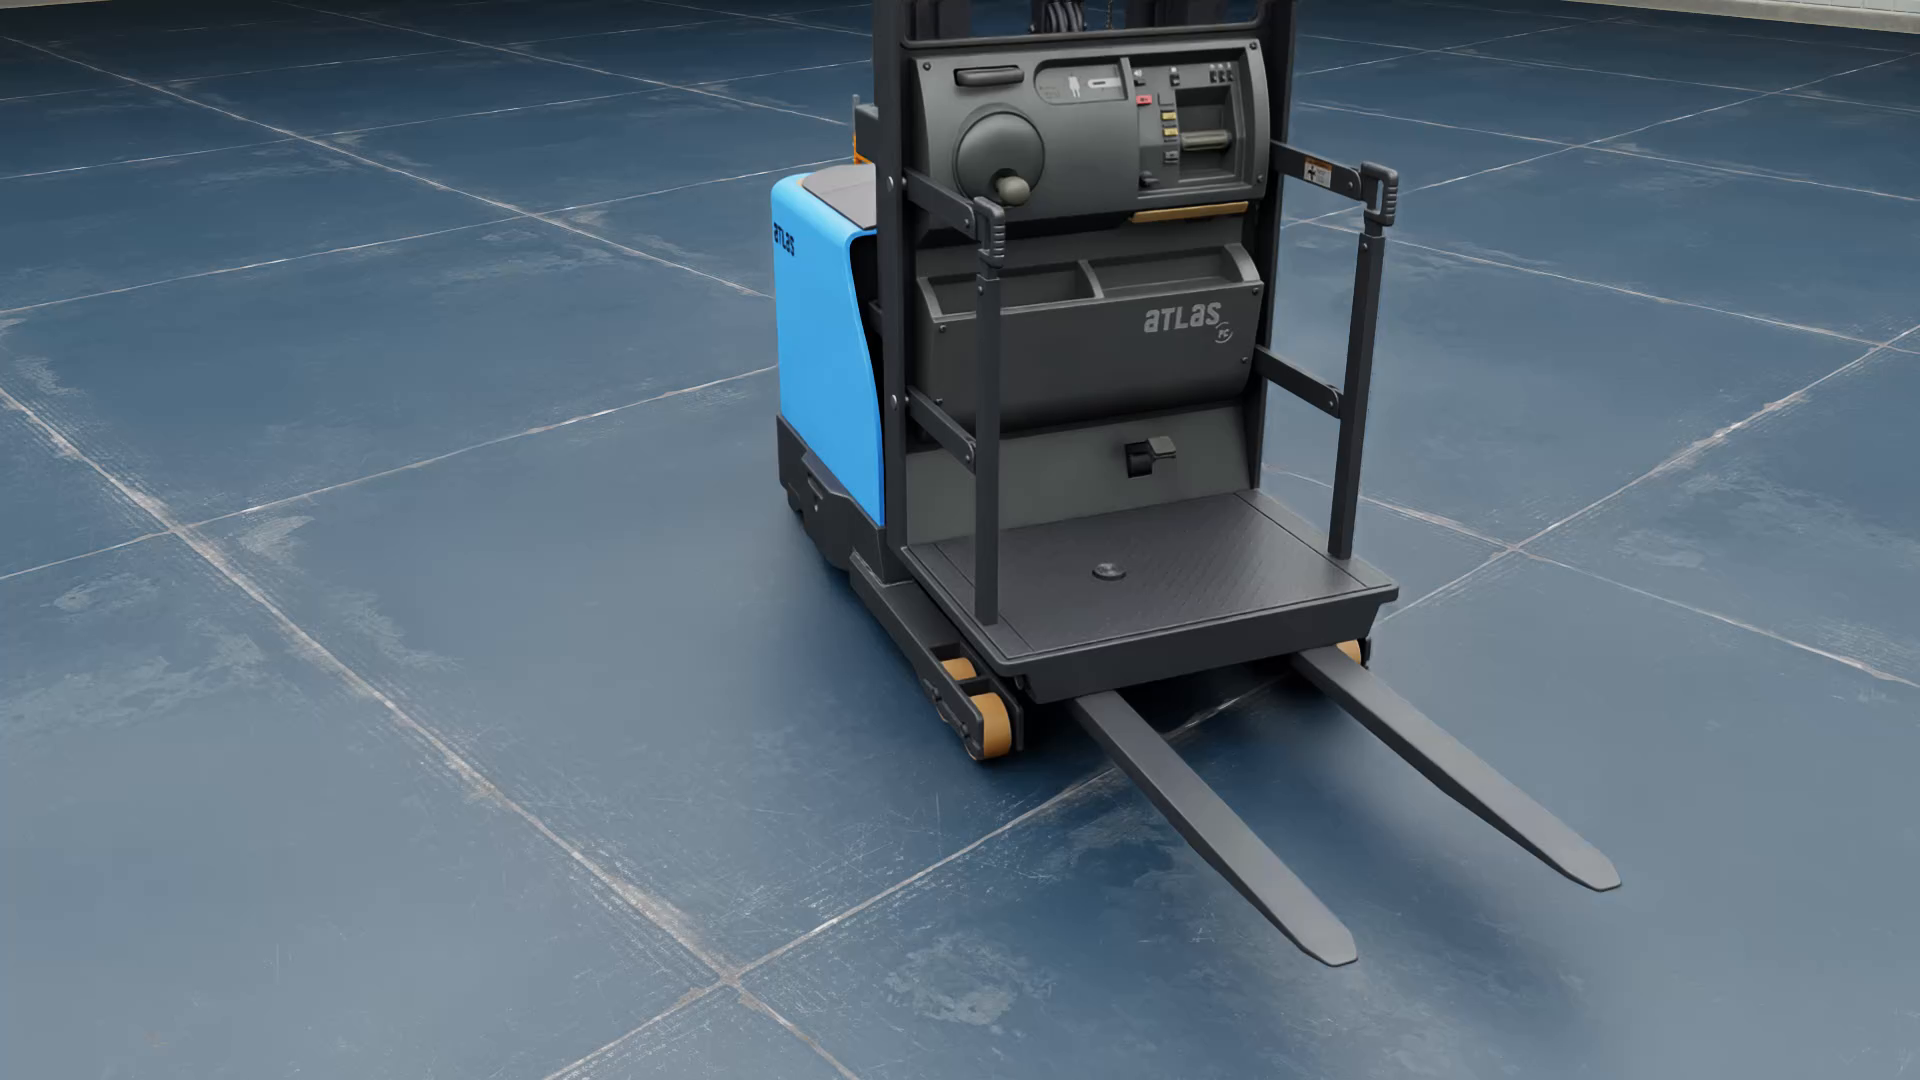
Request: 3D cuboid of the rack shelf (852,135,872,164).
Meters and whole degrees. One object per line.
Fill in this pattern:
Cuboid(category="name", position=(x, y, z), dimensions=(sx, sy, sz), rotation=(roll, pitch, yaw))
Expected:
Cuboid(category="rack shelf", position=(-0.166, -1.260, 5.620), dimensions=(0.258, 0.148, 0.480), rotation=(-9, 26, -20))

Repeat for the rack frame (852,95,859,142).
Cuboid(category="rack frame", position=(-0.256, -0.997, 5.989), dimensions=(0.240, 1.200, 0.015), rotation=(-9, 26, -20))

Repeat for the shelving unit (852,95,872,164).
Cuboid(category="shelving unit", position=(-0.166, -0.903, 5.783), dimensions=(0.258, 1.200, 0.503), rotation=(-9, 26, -20))

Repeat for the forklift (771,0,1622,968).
Cuboid(category="forklift", position=(0.421, -0.992, 3.893), dimensions=(1.130, 2.935, 3.031), rotation=(-9, 26, -20))
